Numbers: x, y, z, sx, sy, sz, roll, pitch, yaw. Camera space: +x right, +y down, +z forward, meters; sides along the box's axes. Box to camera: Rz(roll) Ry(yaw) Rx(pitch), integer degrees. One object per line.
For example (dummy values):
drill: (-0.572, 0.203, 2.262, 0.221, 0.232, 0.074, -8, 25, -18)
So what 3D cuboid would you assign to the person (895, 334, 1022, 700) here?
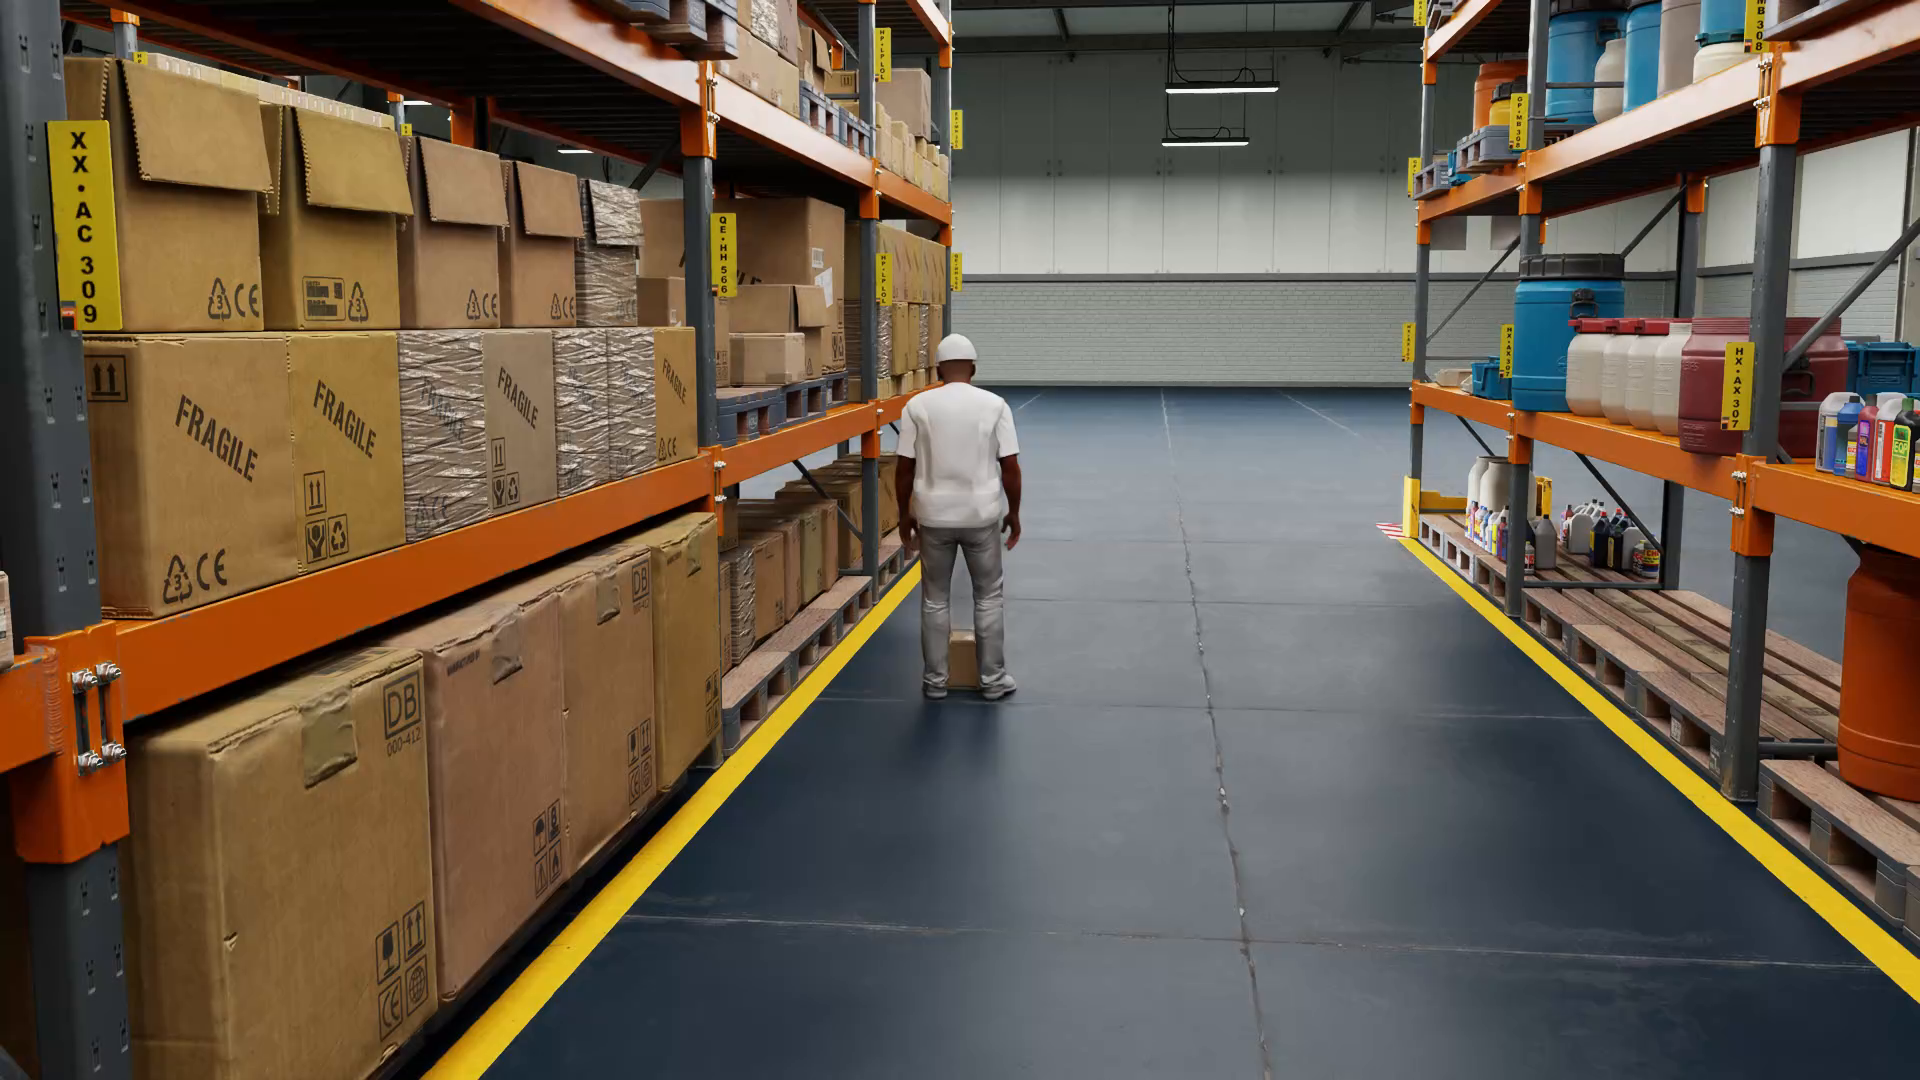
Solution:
person: (-0.007, -0.112, 8.070, 0.611, 1.761, 0.454, 1, 8, 4)
